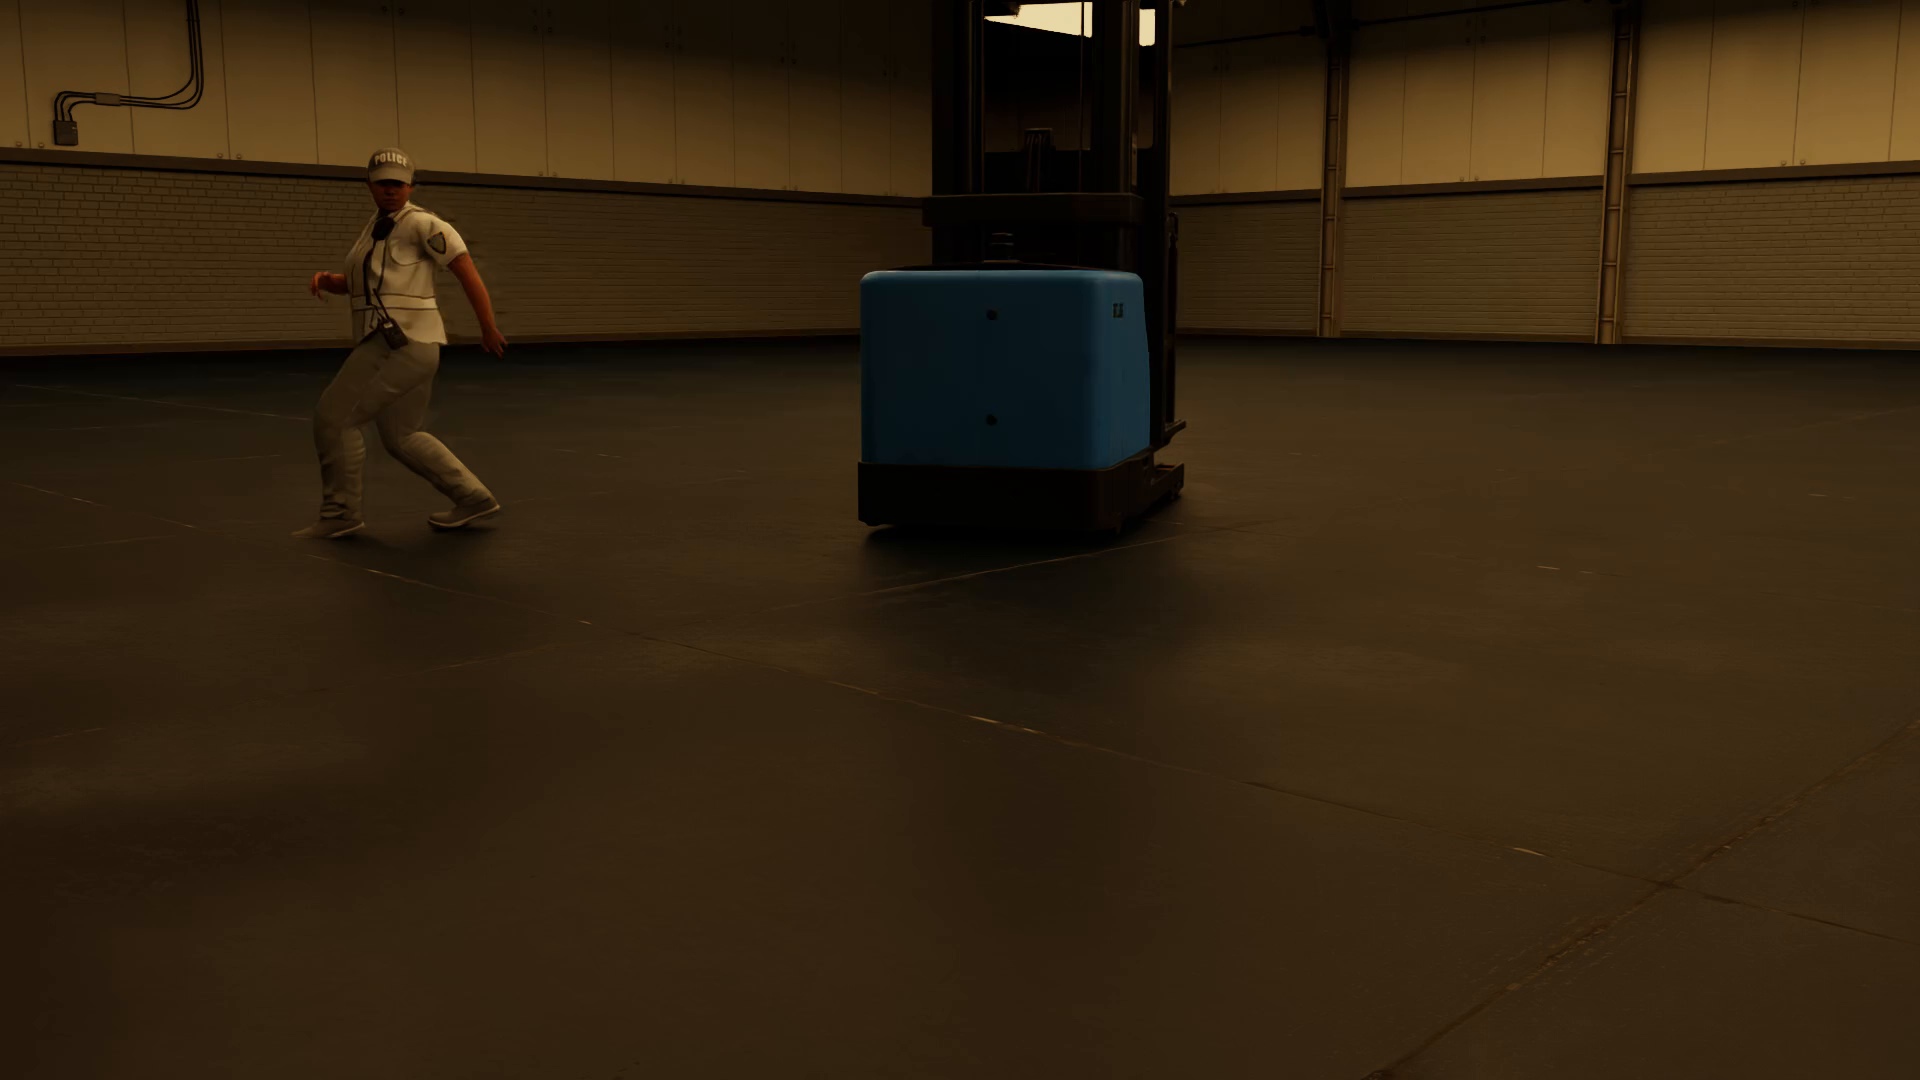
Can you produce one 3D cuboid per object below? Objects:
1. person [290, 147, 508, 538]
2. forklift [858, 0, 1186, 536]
[{"bbox_3d":[-2.326,-0.793,6.827,0.888,1.603,0.504,-3,9,-19],"label":"person"},{"bbox_3d":[0.476,-1.646,7.807,1.130,2.935,3.031,2,9,16],"label":"forklift"}]
